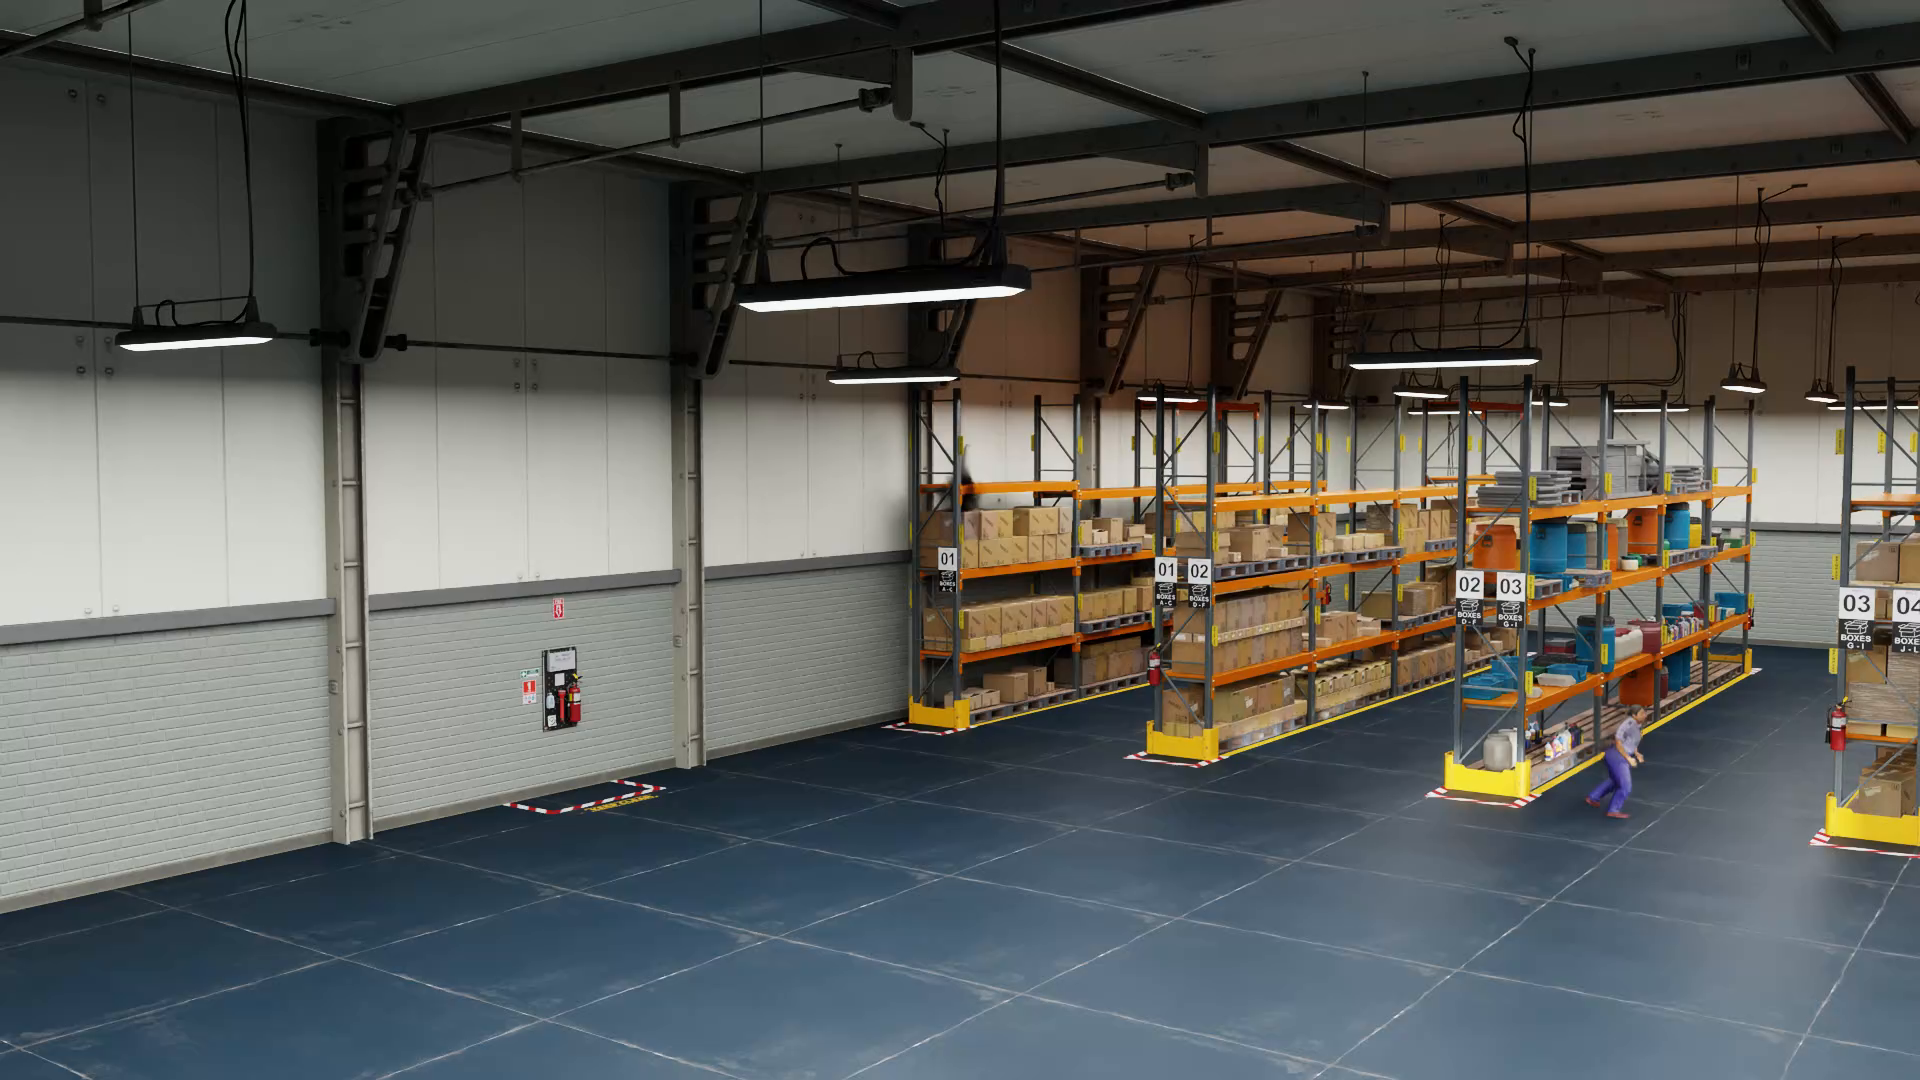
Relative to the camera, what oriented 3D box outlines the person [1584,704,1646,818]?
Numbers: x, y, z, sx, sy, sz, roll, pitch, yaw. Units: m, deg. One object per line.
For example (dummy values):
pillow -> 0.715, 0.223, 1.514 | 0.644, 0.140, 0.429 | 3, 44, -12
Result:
person -> 8.823, 2.966, 22.403 | 0.775, 1.526, 0.619 | 2, 4, 29
